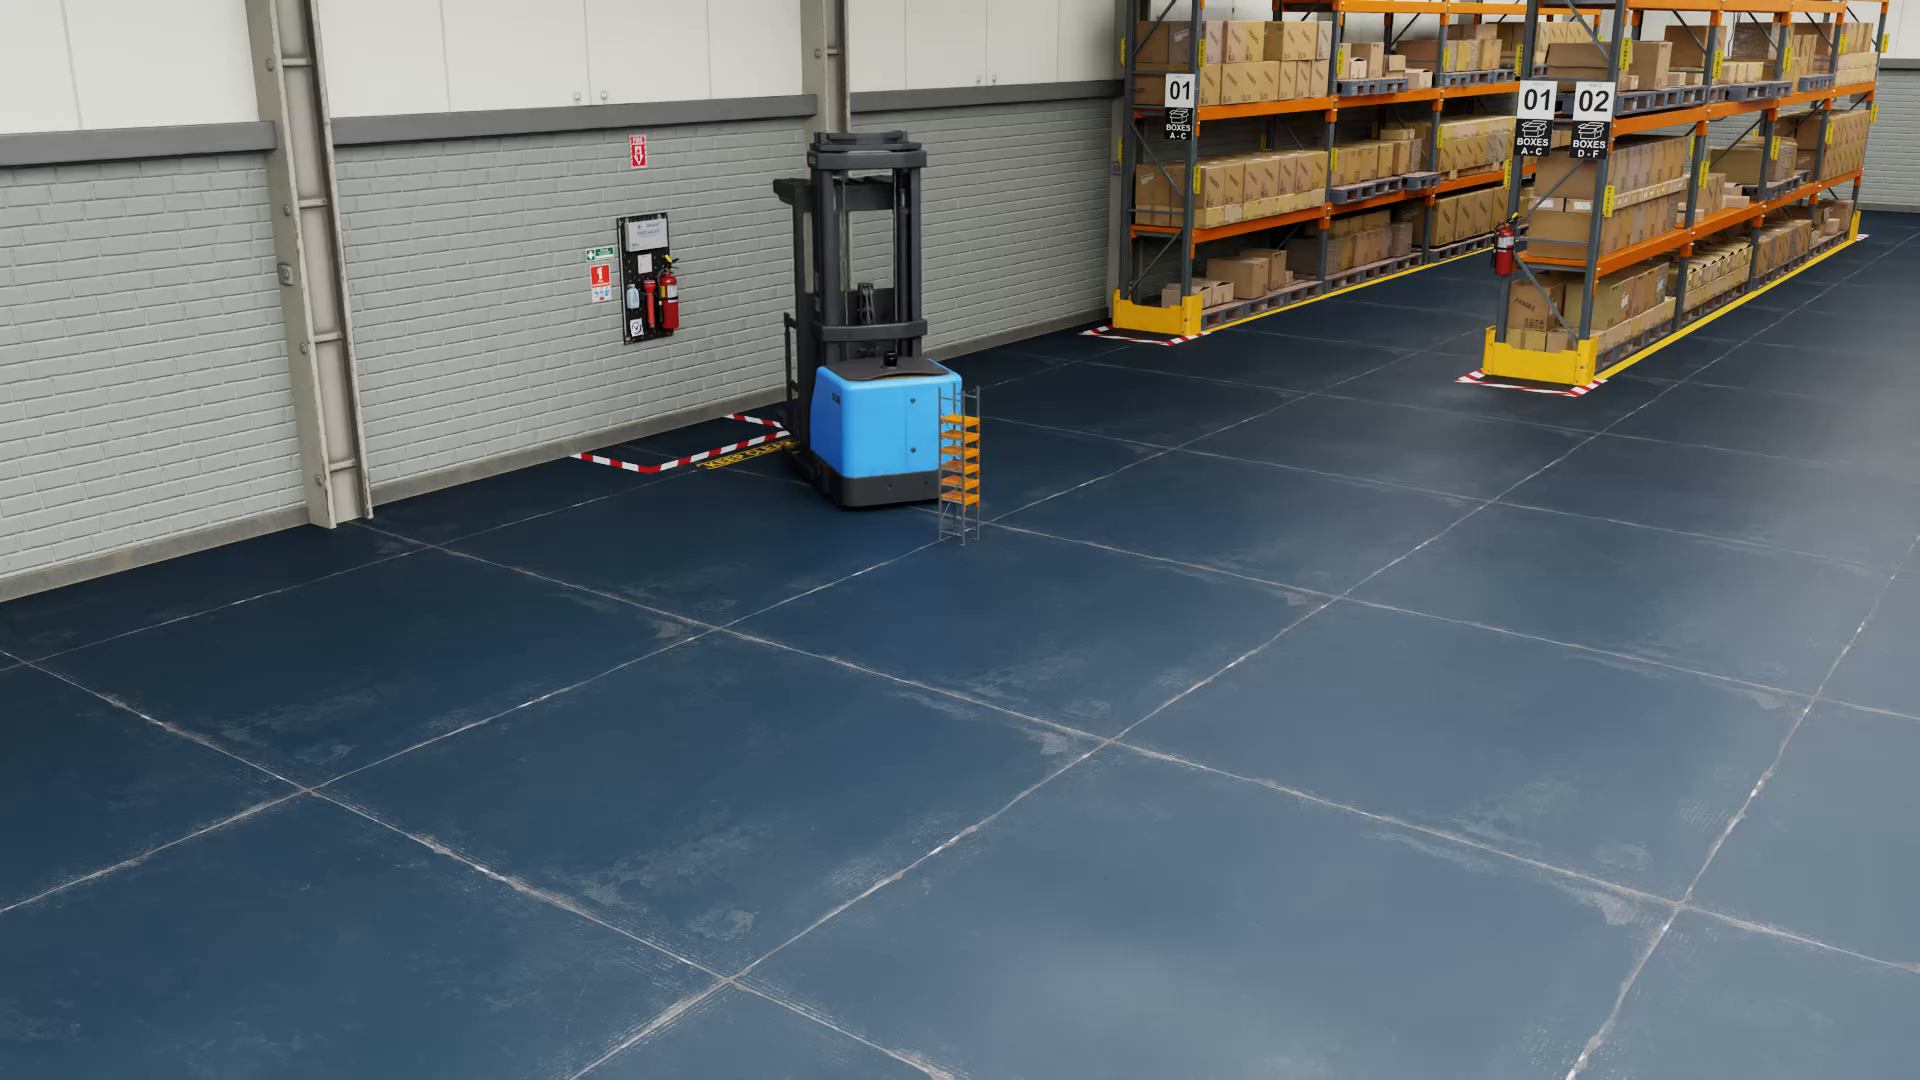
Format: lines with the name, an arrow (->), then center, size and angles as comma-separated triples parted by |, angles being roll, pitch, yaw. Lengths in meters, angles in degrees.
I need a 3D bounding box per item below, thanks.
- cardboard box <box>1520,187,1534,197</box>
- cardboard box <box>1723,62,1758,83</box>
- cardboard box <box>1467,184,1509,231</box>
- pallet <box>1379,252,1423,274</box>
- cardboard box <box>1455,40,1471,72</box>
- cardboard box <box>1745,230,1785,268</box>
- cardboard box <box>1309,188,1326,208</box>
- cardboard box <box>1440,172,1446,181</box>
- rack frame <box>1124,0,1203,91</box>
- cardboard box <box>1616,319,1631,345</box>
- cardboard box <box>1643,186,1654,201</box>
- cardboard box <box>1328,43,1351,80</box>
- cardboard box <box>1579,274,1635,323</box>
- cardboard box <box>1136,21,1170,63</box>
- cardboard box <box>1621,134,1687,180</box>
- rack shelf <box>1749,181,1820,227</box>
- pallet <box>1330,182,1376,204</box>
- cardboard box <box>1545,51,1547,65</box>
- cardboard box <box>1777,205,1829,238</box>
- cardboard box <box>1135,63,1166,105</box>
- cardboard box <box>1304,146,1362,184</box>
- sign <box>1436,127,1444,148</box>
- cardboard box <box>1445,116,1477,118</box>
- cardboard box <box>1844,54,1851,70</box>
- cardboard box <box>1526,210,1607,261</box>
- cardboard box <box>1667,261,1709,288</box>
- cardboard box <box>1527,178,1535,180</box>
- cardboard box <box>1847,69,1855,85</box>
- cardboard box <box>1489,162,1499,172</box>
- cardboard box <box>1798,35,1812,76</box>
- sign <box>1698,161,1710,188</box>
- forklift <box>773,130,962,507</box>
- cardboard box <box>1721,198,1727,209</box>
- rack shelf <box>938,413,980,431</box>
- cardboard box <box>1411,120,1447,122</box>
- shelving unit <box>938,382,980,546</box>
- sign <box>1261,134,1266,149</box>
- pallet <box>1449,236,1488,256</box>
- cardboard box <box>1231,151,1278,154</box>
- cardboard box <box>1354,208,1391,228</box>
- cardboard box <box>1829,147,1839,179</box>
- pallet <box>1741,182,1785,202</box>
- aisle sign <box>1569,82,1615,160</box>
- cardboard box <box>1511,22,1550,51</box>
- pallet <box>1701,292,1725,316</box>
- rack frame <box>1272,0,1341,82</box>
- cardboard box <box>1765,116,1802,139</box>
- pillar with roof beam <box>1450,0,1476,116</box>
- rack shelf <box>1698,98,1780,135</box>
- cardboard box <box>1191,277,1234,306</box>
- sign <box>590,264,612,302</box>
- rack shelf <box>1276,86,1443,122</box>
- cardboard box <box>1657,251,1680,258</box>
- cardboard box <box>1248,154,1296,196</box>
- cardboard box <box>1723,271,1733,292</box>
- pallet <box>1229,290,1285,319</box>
cardboard box -> 10.517, -6.518, 31.088 | 0.380, 0.149, 0.250 | 13, 22, 37
cardboard box -> 10.713, -6.480, 23.040 | 0.500, 0.250, 0.500 | 13, 22, 36
cardboard box -> 9.356, -5.988, 29.885 | 0.750, 0.750, 0.750 | 13, 21, 35
pallet -> 6.789, -4.522, 26.948 | 1.003, 0.211, 1.213 | 12, 21, 35
cardboard box -> 8.112, -8.120, 27.866 | 0.700, 0.500, 0.500 | 14, 22, 37
cardboard box -> 12.347, -4.483, 25.596 | 0.500, 0.500, 0.500 | 12, 21, 34
cardboard box -> 4.833, -4.858, 23.549 | 0.500, 0.250, 0.500 | 12, 21, 35
cardboard box -> 7.795, -6.025, 27.477 | 0.380, 0.149, 0.250 | 13, 21, 35
rack frame -> 2.489, -6.999, 20.108 | 1.000, 3.000, 0.127 | 12, 21, 35
cardboard box -> 7.561, -2.474, 19.581 | 0.500, 0.250, 0.500 | 12, 21, 35
cardboard box -> 7.949, -4.101, 19.630 | 0.380, 0.149, 0.250 | 13, 22, 36
cardboard box -> 5.262, -6.883, 23.917 | 0.500, 0.500, 0.500 | 16, 24, 42
cardboard box -> 7.552, -2.834, 19.476 | 0.500, 0.500, 0.500 | 12, 21, 35
cardboard box -> 2.536, -6.250, 20.866 | 0.500, 0.500, 0.500 | 14, 22, 37
cardboard box -> 8.594, -4.773, 20.698 | 0.700, 0.500, 0.500 | 13, 21, 35
rack shelf -> 12.428, -5.298, 25.958 | 1.077, 0.370, 4.000 | 12, 21, 35
pallet -> 5.444, -5.151, 24.597 | 1.003, 0.211, 1.213 | 12, 21, 35
cardboard box -> 10.577, -8.838, 30.464 | 0.500, 0.250, 0.500 | 12, 21, 34
cardboard box -> 14.735, -5.584, 29.134 | 0.797, 0.503, 0.637 | 12, 21, 35
cardboard box -> 2.534, -5.768, 20.999 | 0.500, 0.500, 0.500 | 14, 22, 39
cardboard box -> 5.542, -5.591, 24.781 | 0.700, 0.500, 0.500 | 15, 23, 40
sign -> 7.697, -6.461, 26.672 | 0.100, 0.325, 0.005 | 12, 21, 35
cardboard box -> 8.849, -7.360, 29.419 | 0.500, 0.250, 0.500 | 13, 21, 35
cardboard box -> 14.405, -7.908, 27.505 | 0.500, 0.250, 0.500 | 12, 21, 35
cardboard box -> 6.758, -3.416, 18.518 | 0.700, 0.500, 0.500 | 12, 21, 35
cardboard box -> 9.602, -3.540, 22.068 | 0.500, 0.311, 0.500 | 12, 21, 34
cardboard box -> 11.298, -7.021, 32.708 | 0.380, 0.149, 0.250 | 12, 21, 35
cardboard box -> 14.708, -7.788, 27.959 | 0.500, 0.250, 0.500 | 12, 21, 35
cardboard box -> 9.233, -6.560, 29.199 | 0.380, 0.149, 0.250 | 12, 21, 35
cardboard box -> 12.880, -7.576, 25.979 | 0.600, 0.600, 0.600 | 12, 21, 34
sign -> 9.299, -4.566, 20.795 | 0.100, 0.325, 0.005 | 12, 21, 35
forklift -> -0.958, -2.062, 14.443 | 1.130, 2.935, 3.031 | -6, 18, -20
cardboard box -> 10.522, -4.731, 23.345 | 0.380, 0.149, 0.250 | 14, 22, 39
rack shelf -> -0.009, -0.871, 12.461 | 0.258, 0.103, 0.180 | 12, 21, 35
cardboard box -> 7.937, -6.995, 28.242 | 0.500, 0.250, 0.500 | 12, 21, 33
shelving unit -> -0.009, -0.570, 12.555 | 0.258, 1.200, 0.189 | 12, 21, 35
sign -> 4.424, -5.737, 24.207 | 0.100, 0.325, 0.005 | 12, 21, 35
pallet -> 8.513, -5.171, 29.040 | 1.003, 0.211, 1.213 | 12, 21, 35
cardboard box -> 4.113, -5.185, 23.337 | 0.500, 0.500, 0.500 | 12, 21, 34
cardboard box -> 6.479, -5.108, 26.344 | 0.500, 0.250, 0.500 | 13, 21, 36
cardboard box -> 14.445, -6.361, 28.001 | 0.500, 0.500, 0.500 | 13, 21, 36
pallet -> 11.584, -5.247, 24.906 | 1.213, 0.211, 1.003 | 12, 21, 35
aisle sign -> 6.676, -4.431, 17.571 | 0.394, 0.787, 0.004 | 12, 21, 35
cardboard box -> 10.289, -9.080, 29.978 | 0.500, 0.500, 0.500 | 12, 21, 34
pallet -> 9.987, -3.355, 23.190 | 1.003, 0.211, 1.213 | 12, 21, 35
rack frame -> 4.872, -7.952, 23.176 | 1.000, 3.000, 0.127 | 12, 21, 35
cardboard box -> 13.713, -6.809, 27.757 | 0.500, 0.500, 0.500 | 13, 21, 35
pillar with roof beam -> 12.819, -9.416, 27.891 | 9.100, 9.000, 0.400 | 12, 21, 35
rack shelf -> 10.045, -5.777, 22.445 | 1.077, 0.370, 4.000 | 12, 21, 35
cardboard box -> 3.313, -3.345, 22.248 | 0.500, 0.311, 0.500 | 15, 22, 39
sign -> -3.279, -2.346, 15.181 | 0.001, 0.329, 0.234 | 12, 21, 35
rack shelf -> 6.064, -6.652, 25.261 | 1.077, 0.370, 4.000 | 12, 21, 35
cardboard box -> 9.770, -3.877, 23.153 | 0.500, 0.311, 0.500 | 12, 21, 34
cardboard box -> 4.237, -4.977, 22.669 | 0.500, 0.500, 0.500 | 12, 21, 33
cardboard box -> 10.512, -3.641, 23.339 | 0.500, 0.250, 0.500 | 13, 21, 36
pallet -> 3.774, -3.297, 23.004 | 1.003, 0.211, 1.213 | 12, 21, 35
